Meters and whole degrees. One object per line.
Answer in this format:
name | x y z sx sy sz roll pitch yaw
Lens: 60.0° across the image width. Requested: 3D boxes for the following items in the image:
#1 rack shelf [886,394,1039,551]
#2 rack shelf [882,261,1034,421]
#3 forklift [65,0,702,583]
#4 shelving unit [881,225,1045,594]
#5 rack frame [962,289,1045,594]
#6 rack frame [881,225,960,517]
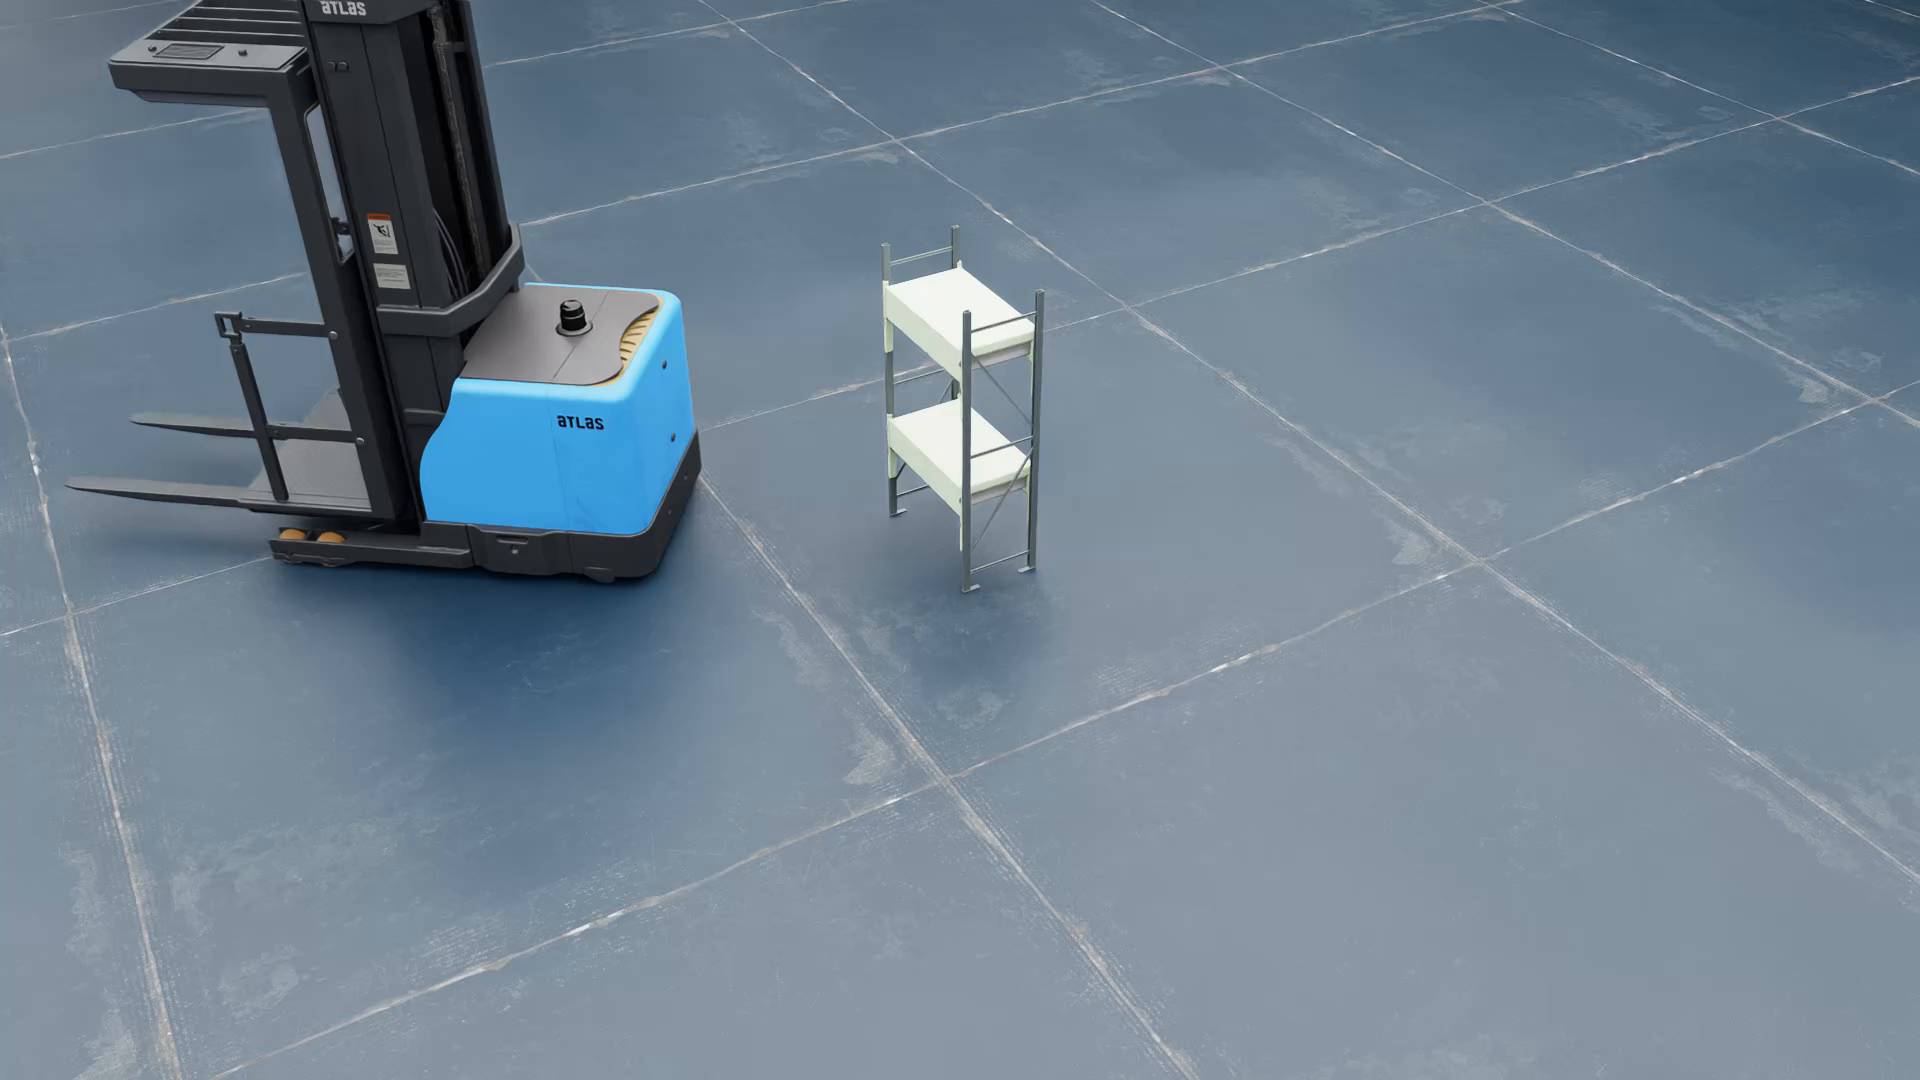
rack shelf | 0.003 -0.339 7.995 0.431 0.370 0.720 -19 40 -24
rack shelf | 0.003 -0.917 7.573 0.431 0.370 0.720 -19 40 -24
forklift | -2.899 -1.358 7.625 3.031 2.935 1.130 4 36 6
shelving unit | 0.003 -0.602 7.803 0.431 1.500 0.755 -19 40 -24
rack frame | 0.187 -0.416 7.547 0.400 1.500 0.023 -19 40 -24
rack frame | -0.181 -0.789 8.059 0.400 1.500 0.023 -19 40 -24
